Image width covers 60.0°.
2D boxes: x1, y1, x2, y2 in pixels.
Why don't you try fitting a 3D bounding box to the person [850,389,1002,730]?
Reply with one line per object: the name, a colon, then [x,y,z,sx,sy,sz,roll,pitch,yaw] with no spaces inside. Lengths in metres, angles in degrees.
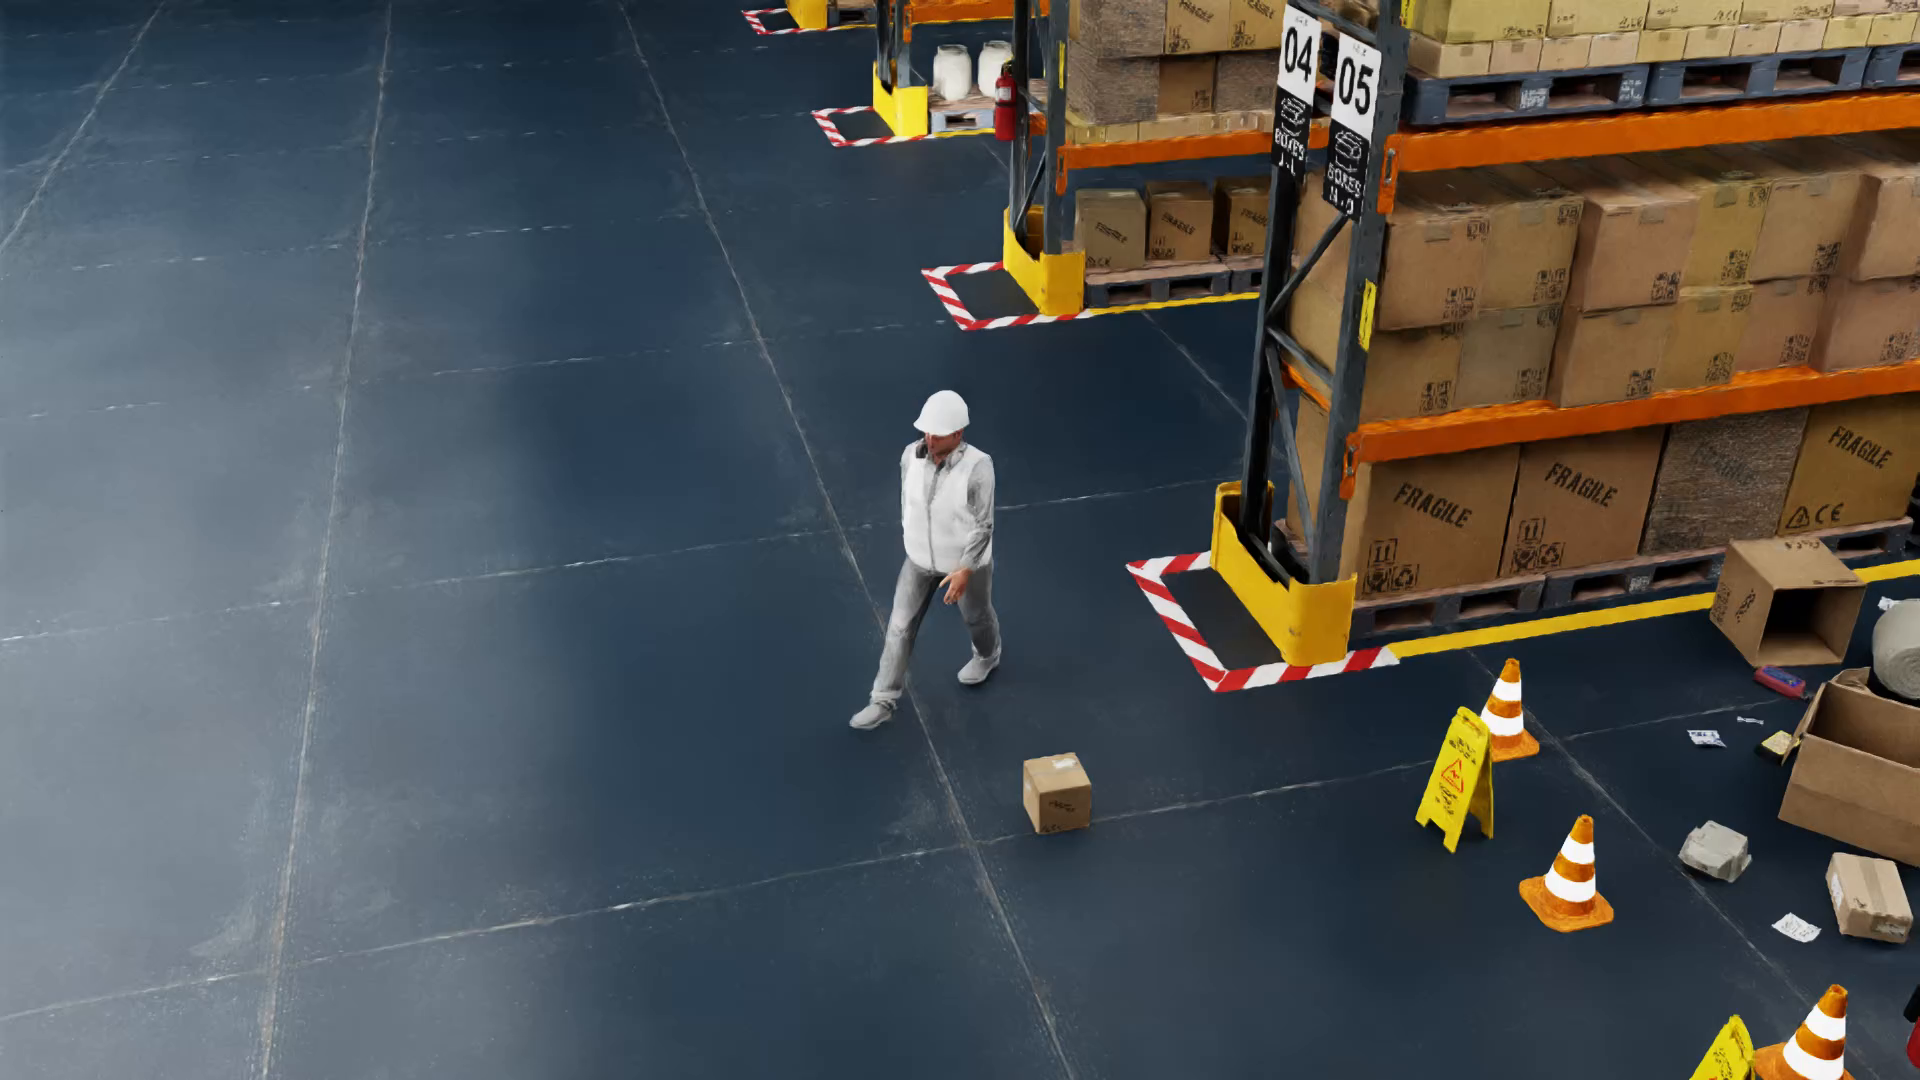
person: [-0.113,0.086,8.066,0.571,1.726,0.989,12,32,20]
